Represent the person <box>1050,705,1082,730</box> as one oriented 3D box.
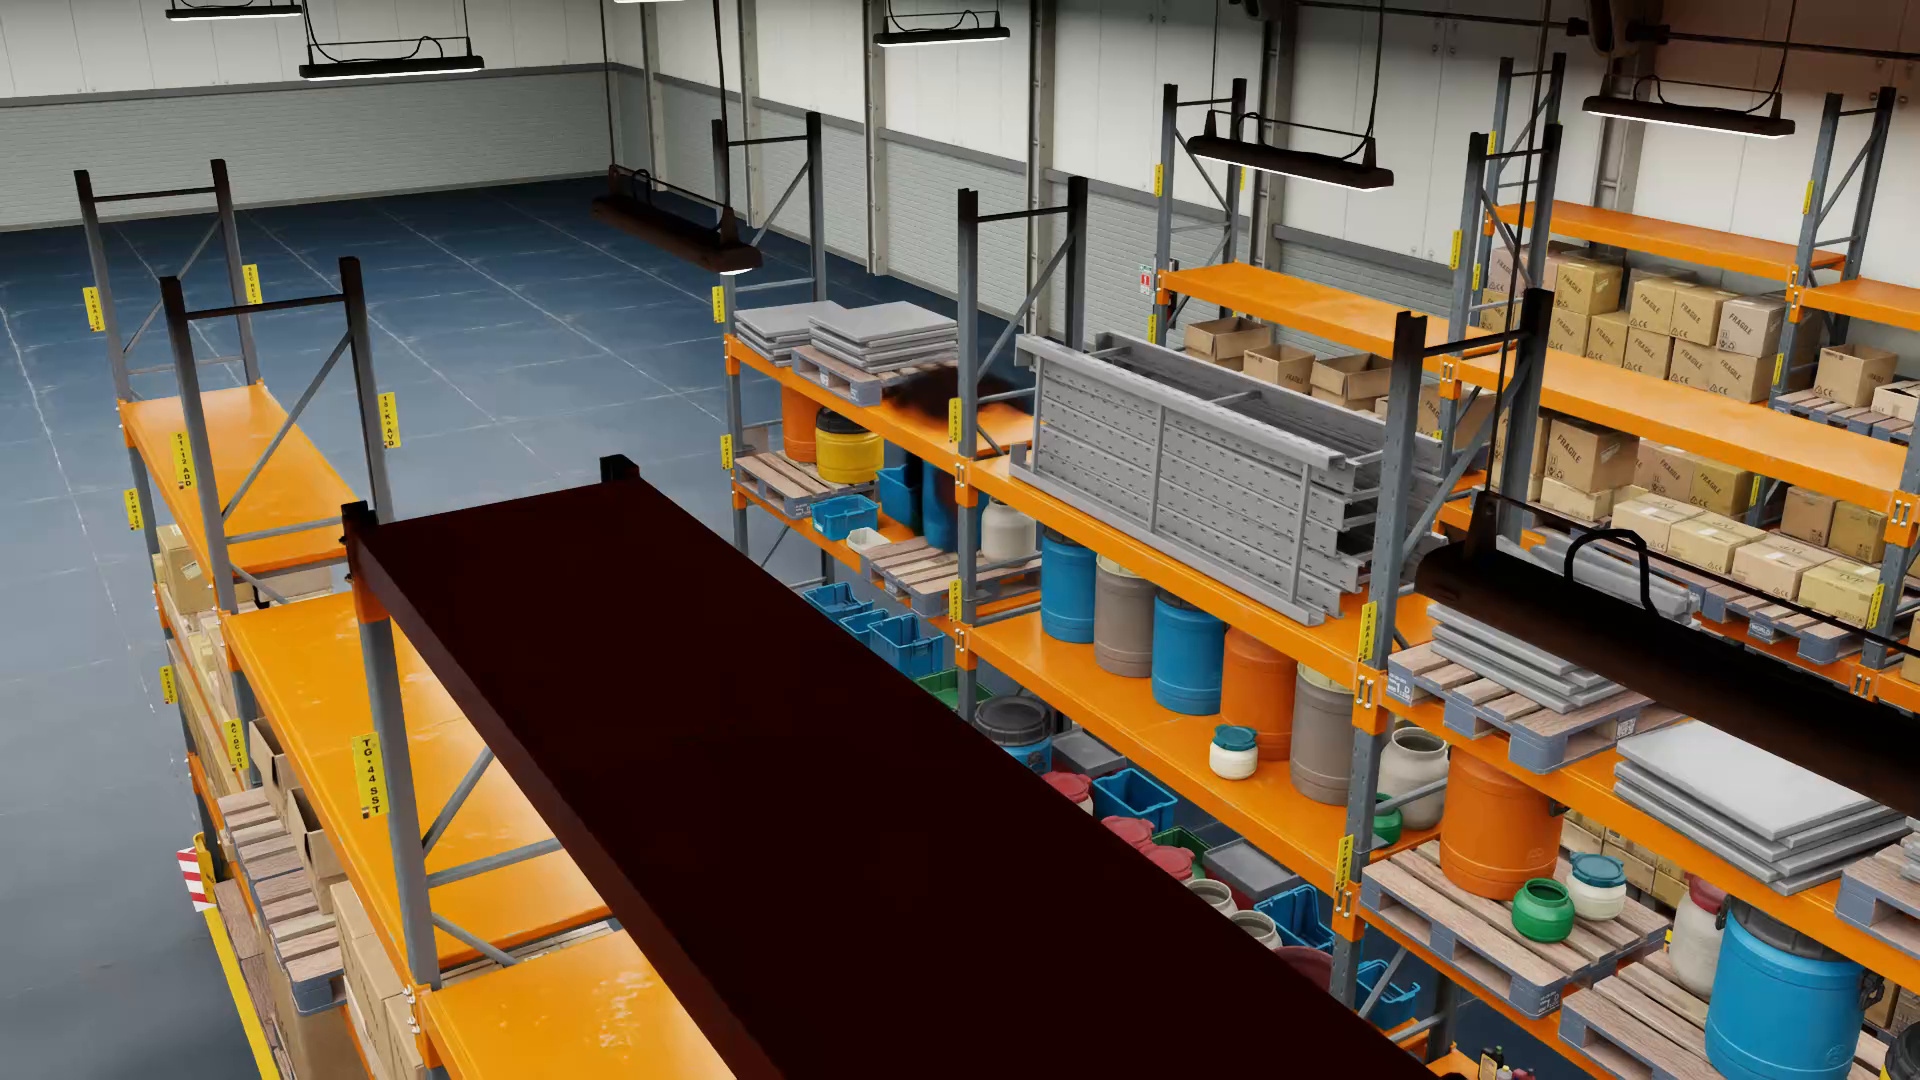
[{"bbox_3d":[1.002,1.577,15.048,0.594,1.736,0.594,9,24,22],"label":"person"}]
